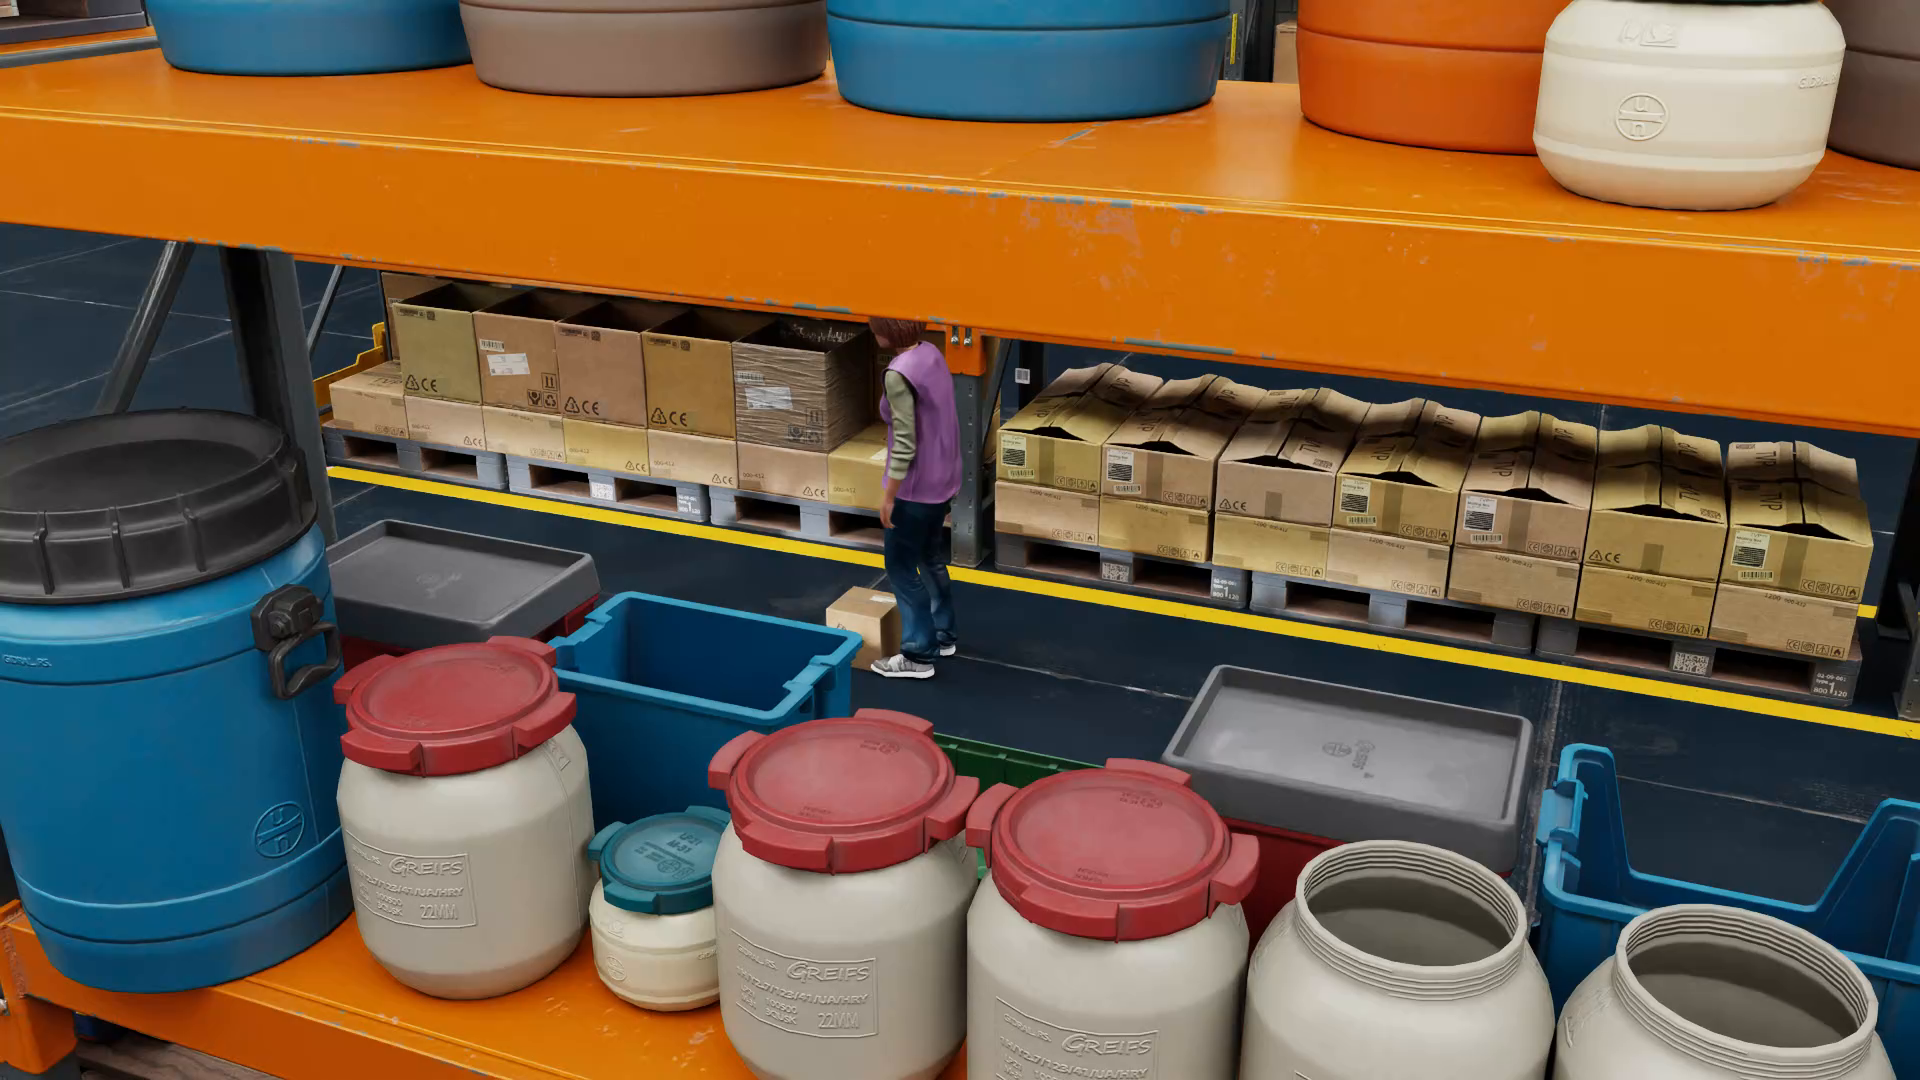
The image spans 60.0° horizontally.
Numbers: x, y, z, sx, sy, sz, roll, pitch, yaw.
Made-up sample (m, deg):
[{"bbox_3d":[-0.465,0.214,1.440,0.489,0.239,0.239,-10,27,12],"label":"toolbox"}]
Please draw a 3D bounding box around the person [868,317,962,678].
[{"bbox_3d":[-0.173,-0.205,6.610,0.341,1.583,0.485,9,24,20],"label":"person"}]
